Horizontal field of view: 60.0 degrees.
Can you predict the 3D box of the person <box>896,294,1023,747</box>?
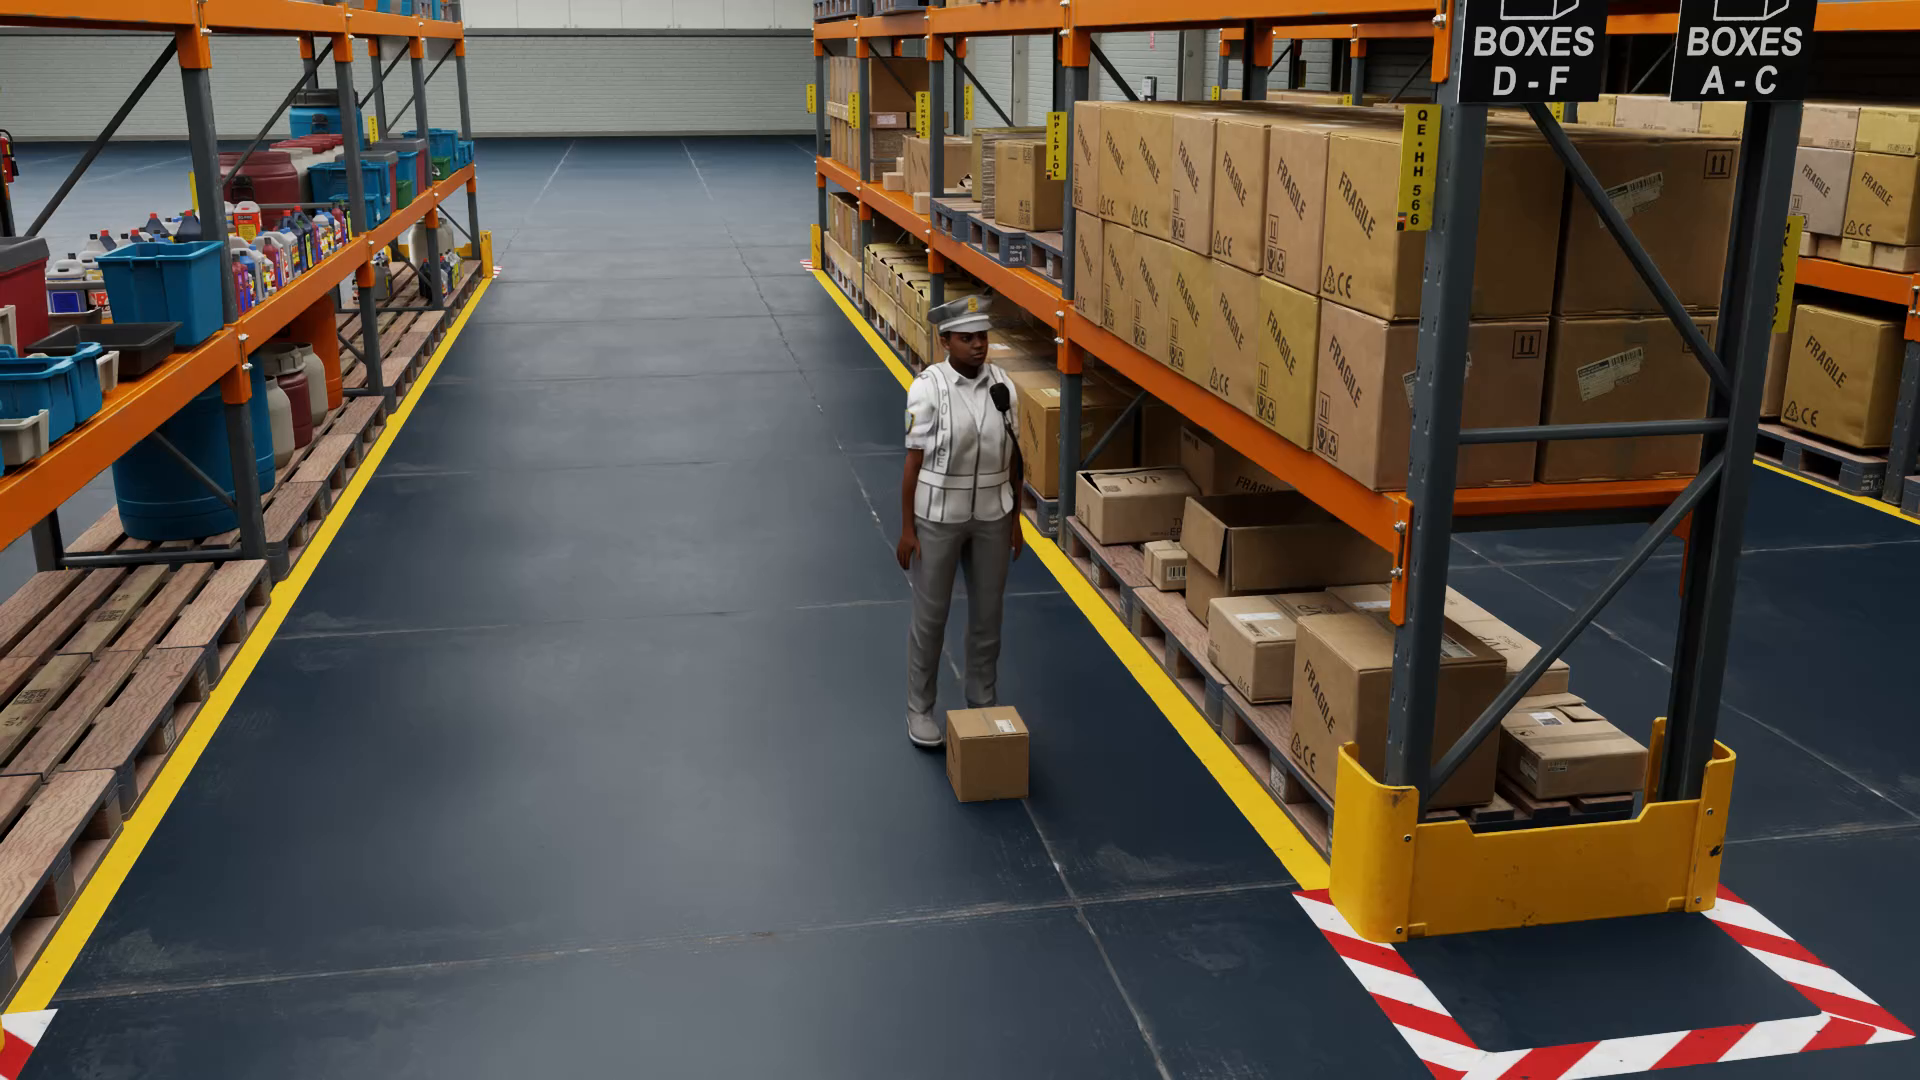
[{"bbox_3d":[0.008,-0.075,6.170,0.499,1.692,0.346,-5,17,-17],"label":"person"}]
